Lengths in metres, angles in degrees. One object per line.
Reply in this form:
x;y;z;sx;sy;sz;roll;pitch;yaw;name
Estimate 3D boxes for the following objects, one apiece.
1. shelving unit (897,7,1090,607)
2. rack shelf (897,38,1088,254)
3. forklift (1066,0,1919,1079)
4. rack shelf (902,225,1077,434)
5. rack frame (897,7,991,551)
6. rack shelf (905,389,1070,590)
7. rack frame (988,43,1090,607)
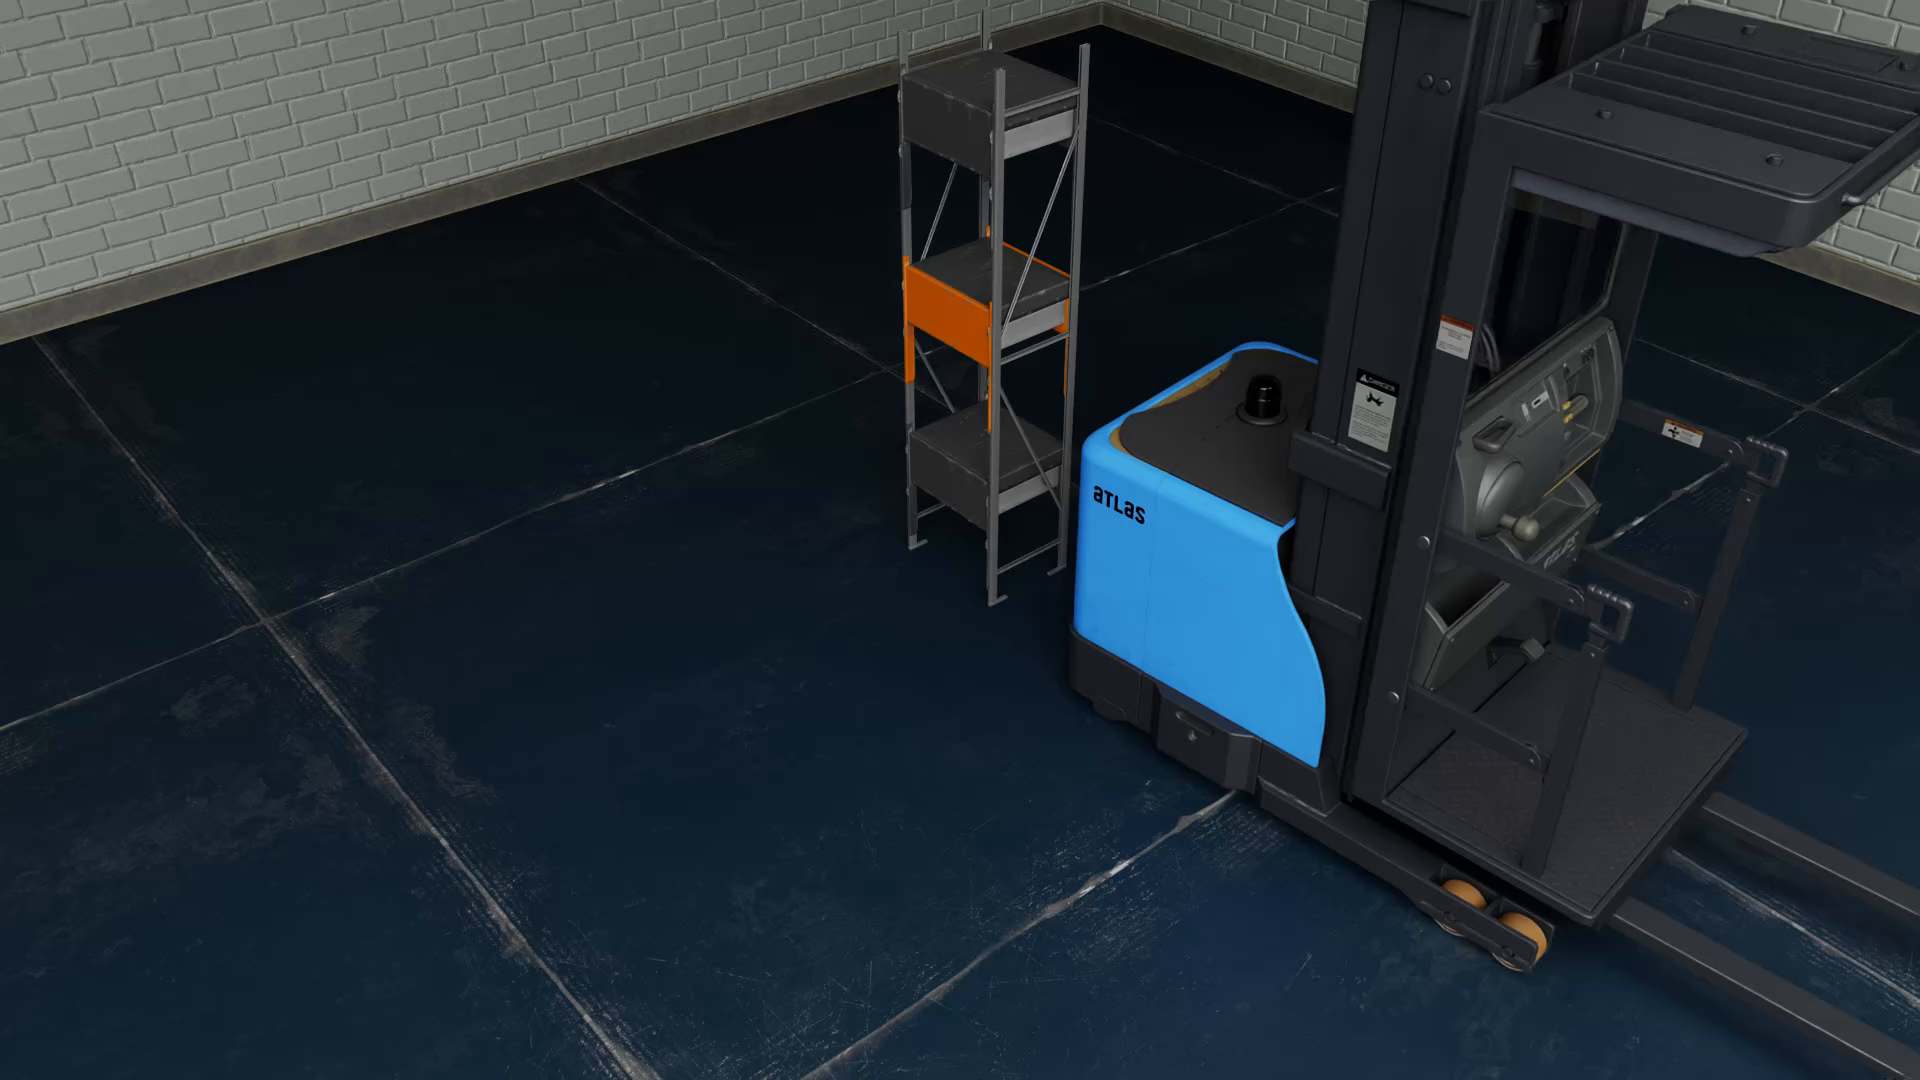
0.107;-0.784;6.040;0.431;2.100;0.503;-26;43;-32;shelving unit
0.107;-1.344;5.643;0.431;0.518;0.480;-26;43;-32;rack shelf
1.792;-0.262;4.583;3.031;2.935;1.130;29;44;34;forklift
0.107;-0.773;6.048;0.431;0.518;0.480;-26;43;-32;rack shelf
-0.051;-0.892;6.192;0.400;2.100;0.015;-26;43;-32;rack frame
0.107;-0.201;6.452;0.431;0.518;0.480;-26;43;-32;rack shelf
0.264;-0.676;5.888;0.400;2.100;0.015;-26;43;-32;rack frame
